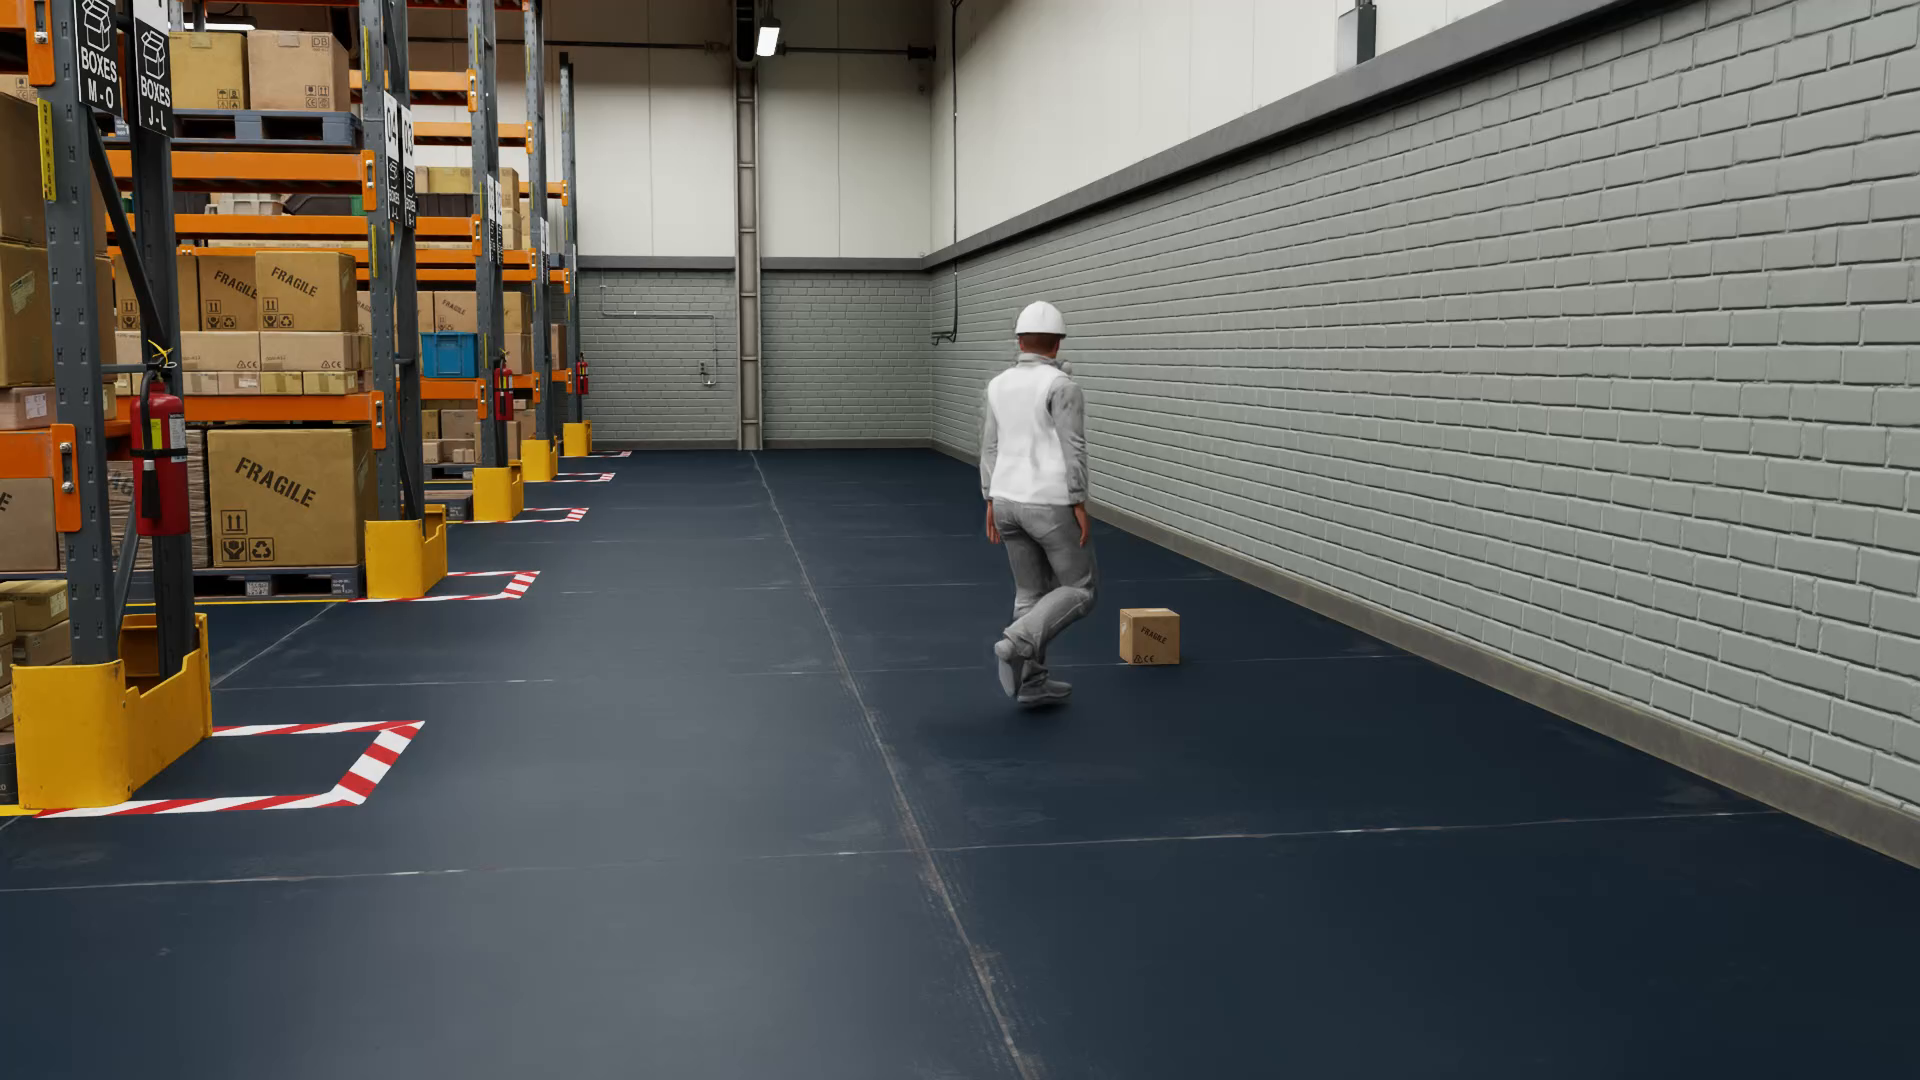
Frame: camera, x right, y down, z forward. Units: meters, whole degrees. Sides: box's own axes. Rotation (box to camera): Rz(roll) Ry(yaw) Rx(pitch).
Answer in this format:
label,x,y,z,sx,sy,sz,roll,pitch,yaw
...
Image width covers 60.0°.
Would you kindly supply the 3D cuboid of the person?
label,x,y,z,sx,sy,sz,roll,pitch,yaw
person,0.301,-0.152,7.252,0.551,1.765,0.554,-6,9,-42
